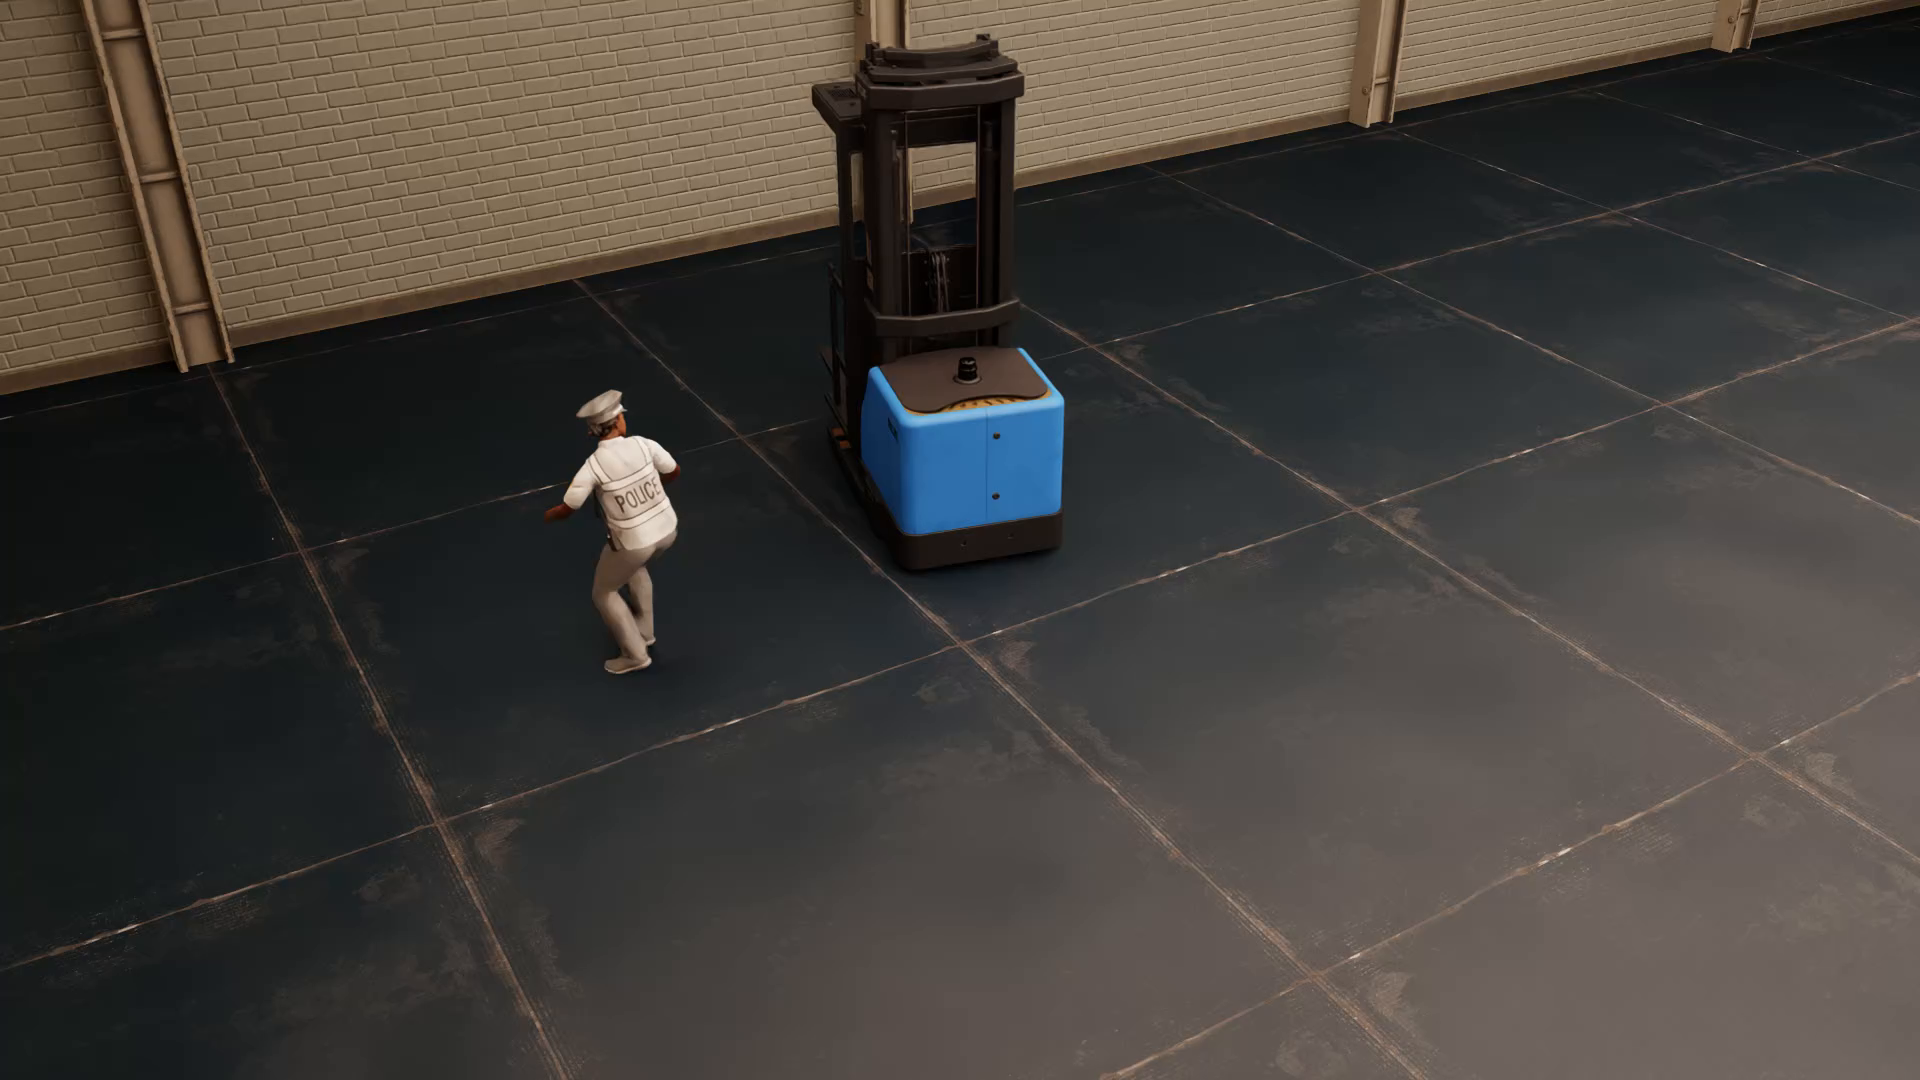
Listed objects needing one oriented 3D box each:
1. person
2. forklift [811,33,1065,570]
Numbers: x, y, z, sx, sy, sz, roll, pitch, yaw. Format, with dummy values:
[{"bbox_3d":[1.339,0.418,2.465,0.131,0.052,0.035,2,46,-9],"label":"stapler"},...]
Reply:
[{"bbox_3d":[-1.874,-0.067,9.085,0.669,1.612,0.700,24,38,34],"label":"person"},{"bbox_3d":[-0.285,-1.823,10.692,1.130,2.935,3.031,-9,32,-15],"label":"forklift"}]
